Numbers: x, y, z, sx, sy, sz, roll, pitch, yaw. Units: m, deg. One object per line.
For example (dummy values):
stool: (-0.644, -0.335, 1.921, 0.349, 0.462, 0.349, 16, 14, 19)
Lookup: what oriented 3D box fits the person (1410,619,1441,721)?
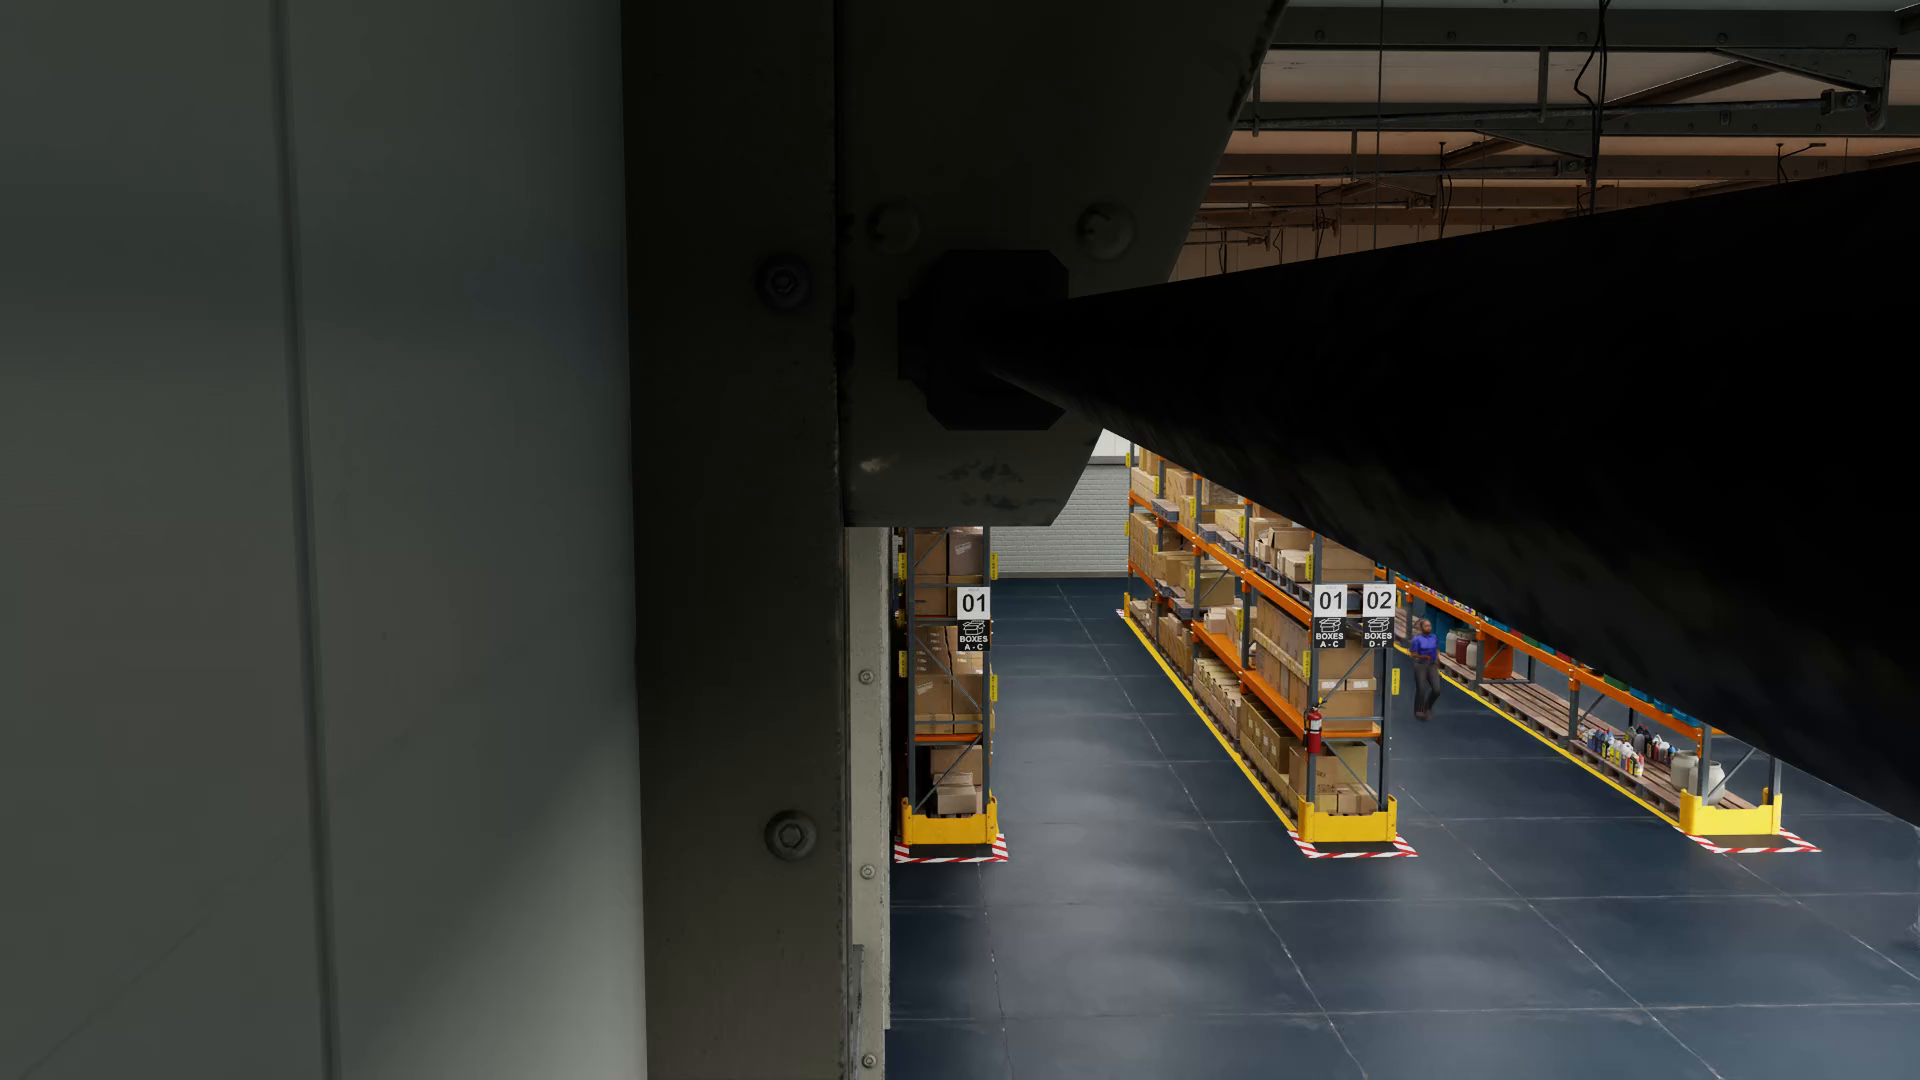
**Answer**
person: (7.525, 2.102, 26.761, 0.557, 1.656, 0.628, -1, 7, -8)
